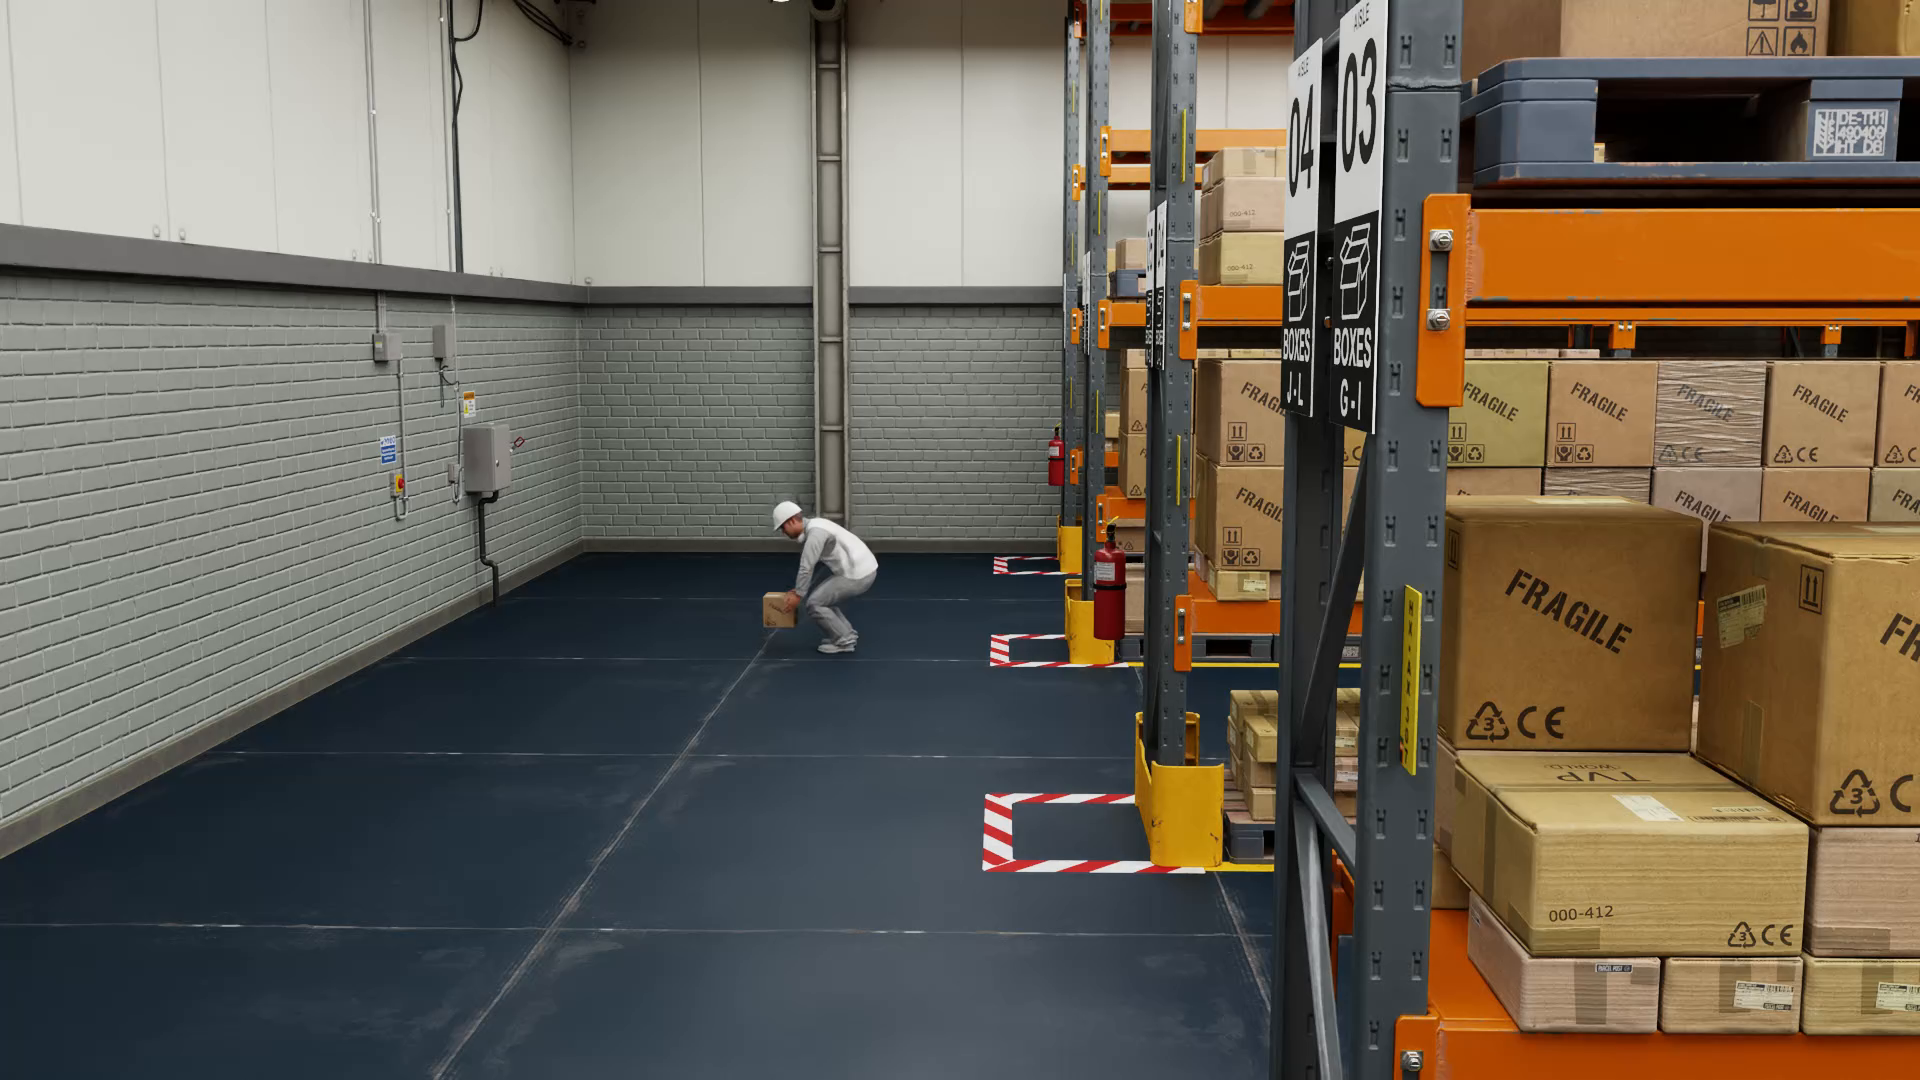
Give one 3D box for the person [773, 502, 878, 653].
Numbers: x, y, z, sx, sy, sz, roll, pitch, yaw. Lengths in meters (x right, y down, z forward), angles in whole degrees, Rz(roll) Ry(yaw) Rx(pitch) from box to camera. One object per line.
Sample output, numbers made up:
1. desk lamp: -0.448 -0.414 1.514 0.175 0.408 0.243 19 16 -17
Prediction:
1. person: -1.093 0.296 13.530 0.844 1.222 0.575 0 7 1
